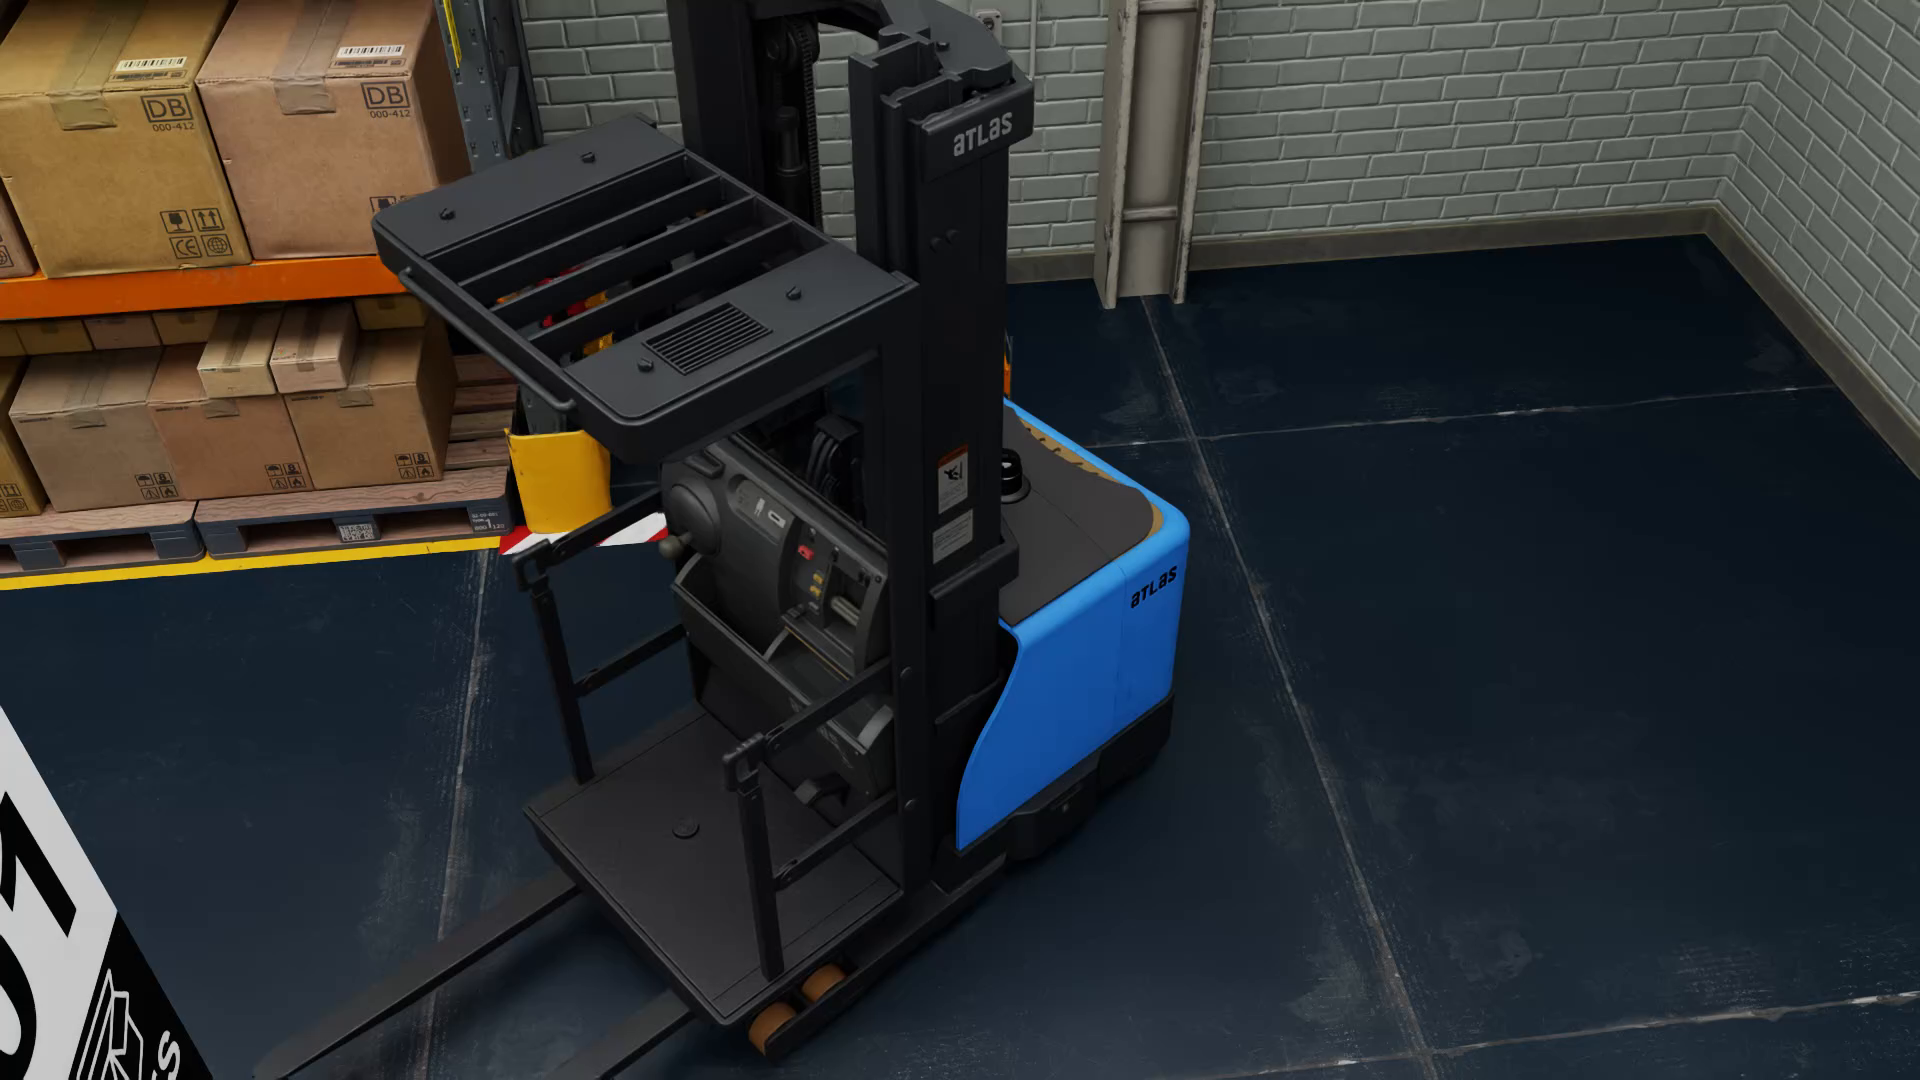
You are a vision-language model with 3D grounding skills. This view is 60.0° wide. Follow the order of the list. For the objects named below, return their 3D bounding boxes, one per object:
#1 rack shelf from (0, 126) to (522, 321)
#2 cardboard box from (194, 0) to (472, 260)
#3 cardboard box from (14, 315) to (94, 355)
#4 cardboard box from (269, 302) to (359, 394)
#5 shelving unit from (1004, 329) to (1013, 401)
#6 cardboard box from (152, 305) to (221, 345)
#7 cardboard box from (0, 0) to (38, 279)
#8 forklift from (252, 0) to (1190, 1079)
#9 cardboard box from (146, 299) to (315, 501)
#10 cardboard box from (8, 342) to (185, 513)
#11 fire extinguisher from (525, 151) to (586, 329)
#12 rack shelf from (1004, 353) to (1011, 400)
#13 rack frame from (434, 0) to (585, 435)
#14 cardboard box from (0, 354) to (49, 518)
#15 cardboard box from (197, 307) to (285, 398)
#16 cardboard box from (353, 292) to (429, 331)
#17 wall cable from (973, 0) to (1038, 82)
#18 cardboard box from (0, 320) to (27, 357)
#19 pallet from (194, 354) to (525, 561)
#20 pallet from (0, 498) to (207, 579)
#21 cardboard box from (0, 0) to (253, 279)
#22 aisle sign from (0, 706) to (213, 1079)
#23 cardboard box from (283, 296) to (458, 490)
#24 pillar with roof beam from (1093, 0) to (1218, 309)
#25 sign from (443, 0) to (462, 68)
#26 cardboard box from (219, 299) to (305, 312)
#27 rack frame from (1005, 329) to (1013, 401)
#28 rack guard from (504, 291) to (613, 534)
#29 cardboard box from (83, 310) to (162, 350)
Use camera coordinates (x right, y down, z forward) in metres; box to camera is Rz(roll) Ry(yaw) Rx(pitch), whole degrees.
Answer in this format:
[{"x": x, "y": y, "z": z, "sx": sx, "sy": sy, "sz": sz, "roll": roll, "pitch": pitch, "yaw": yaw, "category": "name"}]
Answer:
[{"x": -3.679, "y": -1.093, "z": 6.259, "sx": 4.000, "sy": 0.370, "sz": 1.077, "roll": -5, "pitch": 42, "yaw": -6, "category": "rack shelf"}, {"x": -2.200, "y": -1.594, "z": 6.054, "sx": 0.700, "sy": 0.700, "sz": 0.980, "roll": -3, "pitch": 42, "yaw": -4, "category": "cardboard box"}, {"x": -3.536, "y": -0.907, "z": 6.585, "sx": 0.250, "sy": 0.149, "sz": 0.380, "roll": -5, "pitch": 42, "yaw": -5, "category": "cardboard box"}, {"x": -2.481, "y": -0.743, "z": 6.402, "sx": 0.250, "sy": 0.149, "sz": 0.380, "roll": -5, "pitch": 42, "yaw": -6, "category": "cardboard box"}, {"x": 0.053, "y": -0.394, "z": 6.404, "sx": 0.252, "sy": 1.050, "sz": 0.215, "roll": -5, "pitch": 42, "yaw": -6, "category": "shelving unit"}, {"x": -3.030, "y": -0.953, "z": 6.635, "sx": 0.250, "sy": 0.149, "sz": 0.380, "roll": -5, "pitch": 42, "yaw": -5, "category": "cardboard box"}, {"x": -3.678, "y": -1.463, "z": 5.909, "sx": 0.700, "sy": 0.700, "sz": 0.980, "roll": -7, "pitch": 43, "yaw": -8, "category": "cardboard box"}, {"x": -0.682, "y": 0.071, "z": 4.483, "sx": 3.031, "sy": 2.935, "sz": 1.130, "roll": -32, "pitch": 51, "yaw": -30, "category": "forklift"}, {"x": -2.873, "y": -0.590, "z": 6.718, "sx": 0.500, "sy": 0.500, "sz": 0.700, "roll": -5, "pitch": 42, "yaw": -6, "category": "cardboard box"}, {"x": -3.372, "y": -0.546, "z": 6.669, "sx": 0.500, "sy": 0.500, "sz": 0.700, "roll": -6, "pitch": 42, "yaw": -7, "category": "cardboard box"}, {"x": -1.487, "y": -1.073, "z": 6.036, "sx": 0.183, "sy": 0.674, "sz": 0.296, "roll": -5, "pitch": 42, "yaw": -6, "category": "fire extinguisher"}, {"x": 0.053, "y": -0.597, "z": 6.221, "sx": 0.240, "sy": 0.259, "sz": 0.215, "roll": -5, "pitch": 42, "yaw": -6, "category": "rack shelf"}, {"x": -1.696, "y": -1.533, "z": 6.210, "sx": 0.127, "sy": 3.000, "sz": 1.000, "roll": -5, "pitch": 42, "yaw": -6, "category": "rack frame"}, {"x": -3.900, "y": -0.495, "z": 6.612, "sx": 0.500, "sy": 0.500, "sz": 0.700, "roll": -4, "pitch": 42, "yaw": -5, "category": "cardboard box"}, {"x": -2.734, "y": -0.720, "z": 6.377, "sx": 0.250, "sy": 0.149, "sz": 0.380, "roll": -4, "pitch": 42, "yaw": -4, "category": "cardboard box"}, {"x": -2.279, "y": -1.018, "z": 6.708, "sx": 0.250, "sy": 0.149, "sz": 0.380, "roll": -5, "pitch": 42, "yaw": -5, "category": "cardboard box"}, {"x": -0.549, "y": -2.650, "z": 6.690, "sx": 1.851, "sy": 1.984, "sz": 0.084, "roll": -5, "pitch": 42, "yaw": -6, "category": "wall cable"}, {"x": -3.787, "y": -0.886, "z": 6.561, "sx": 0.250, "sy": 0.149, "sz": 0.380, "roll": -6, "pitch": 42, "yaw": -6, "category": "cardboard box"}, {"x": -2.479, "y": -0.376, "z": 7.010, "sx": 1.213, "sy": 0.211, "sz": 1.003, "roll": -5, "pitch": 42, "yaw": -6, "category": "pallet"}, {"x": -3.686, "y": -0.273, "z": 6.895, "sx": 1.213, "sy": 0.211, "sz": 1.003, "roll": -5, "pitch": 42, "yaw": -6, "category": "pallet"}, {"x": -2.920, "y": -1.523, "z": 5.975, "sx": 0.700, "sy": 0.700, "sz": 0.980, "roll": -5, "pitch": 42, "yaw": -6, "category": "cardboard box"}, {"x": -1.021, "y": 0.590, "z": 1.916, "sx": 0.004, "sy": 0.787, "sz": 0.394, "roll": -5, "pitch": 42, "yaw": -6, "category": "aisle sign"}, {"x": -2.377, "y": -0.634, "z": 6.766, "sx": 0.500, "sy": 0.500, "sz": 0.700, "roll": -5, "pitch": 42, "yaw": -6, "category": "cardboard box"}, {"x": 1.427, "y": -1.711, "z": 1.928, "sx": 0.400, "sy": 9.000, "sz": 9.100, "roll": -5, "pitch": 42, "yaw": -6, "category": "pillar with roof beam"}, {"x": -1.639, "y": -1.690, "z": 5.342, "sx": 0.005, "sy": 0.325, "sz": 0.100, "roll": -5, "pitch": 42, "yaw": -6, "category": "sign"}, {"x": -2.781, "y": -0.974, "z": 6.659, "sx": 0.250, "sy": 0.149, "sz": 0.380, "roll": -5, "pitch": 42, "yaw": -5, "category": "cardboard box"}, {"x": 0.174, "y": -0.405, "z": 6.415, "sx": 0.008, "sy": 1.050, "sz": 0.200, "roll": -5, "pitch": 42, "yaw": -6, "category": "rack frame"}, {"x": -1.672, "y": -0.607, "z": 7.050, "sx": 0.348, "sy": 0.500, "sz": 1.175, "roll": -5, "pitch": 42, "yaw": -6, "category": "rack guard"}, {"x": -3.282, "y": -0.930, "z": 6.610, "sx": 0.250, "sy": 0.149, "sz": 0.380, "roll": -4, "pitch": 42, "yaw": -5, "category": "cardboard box"}]
